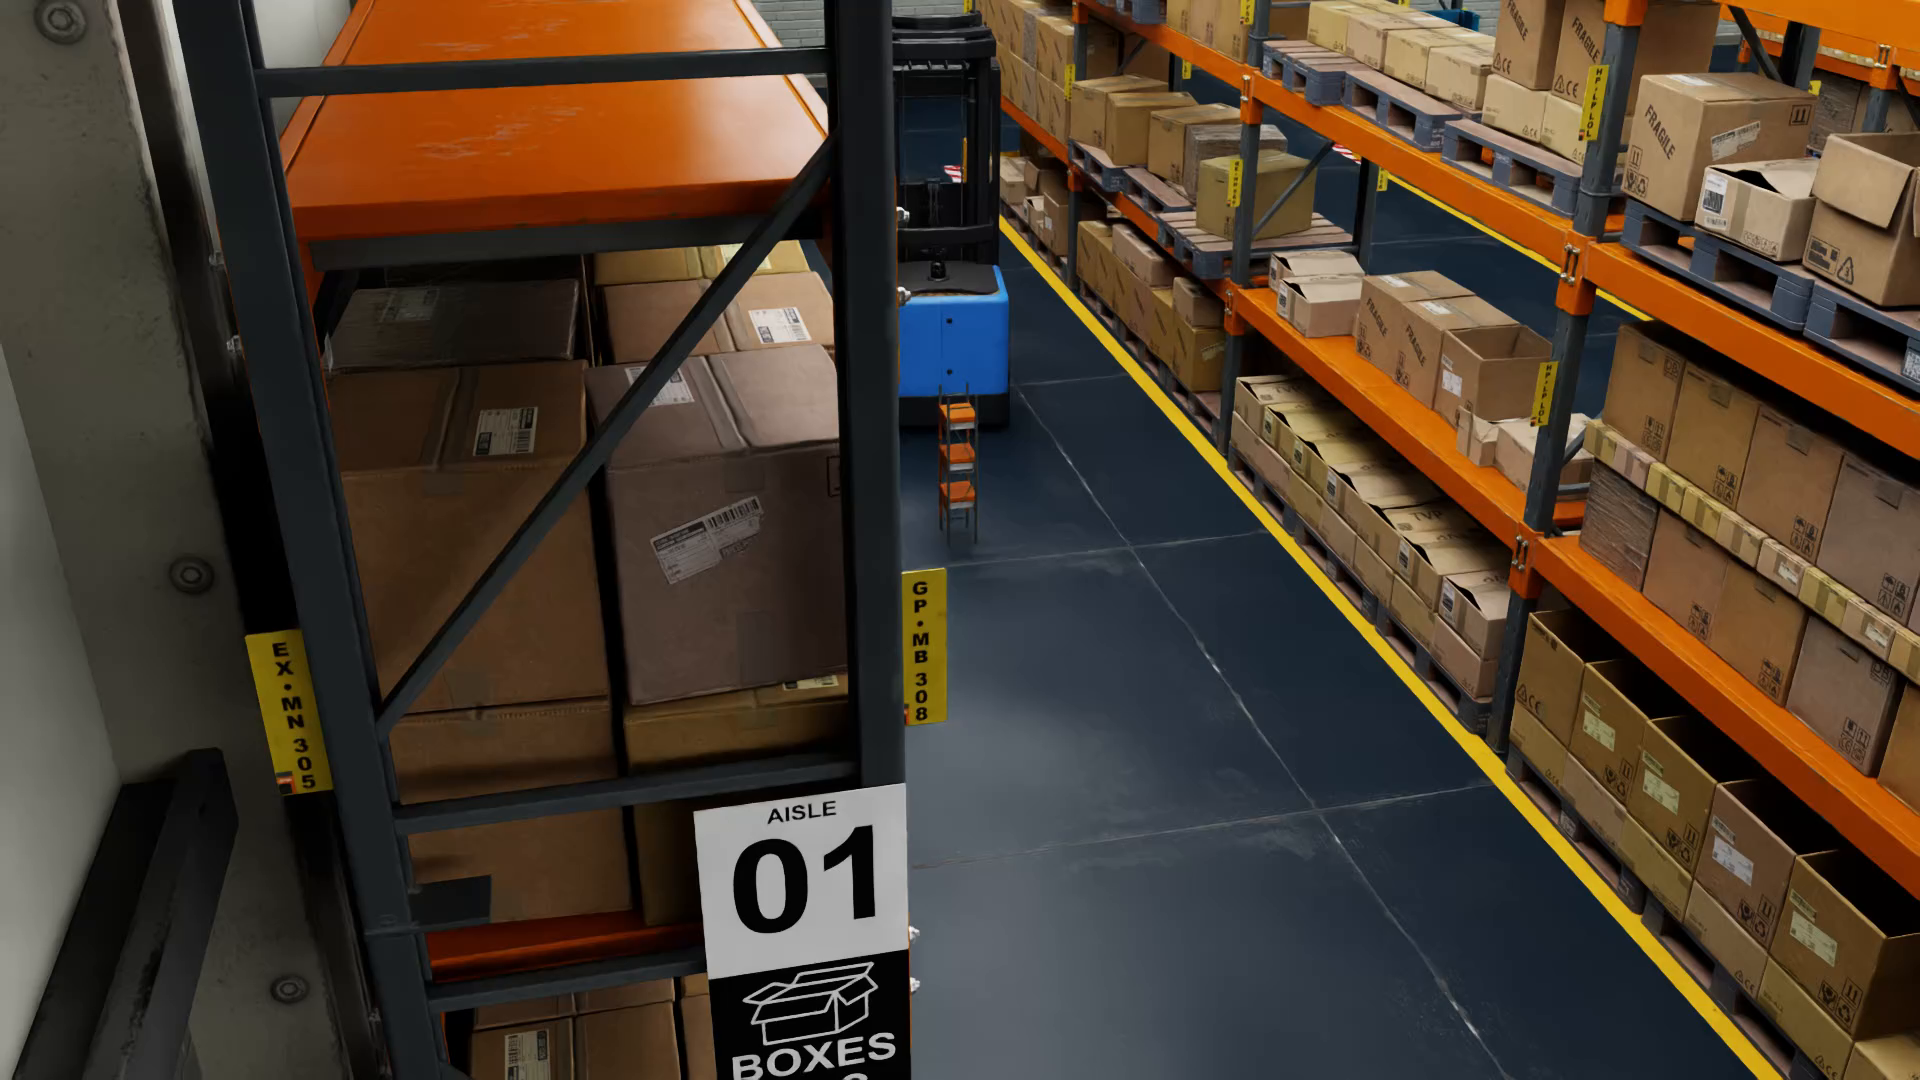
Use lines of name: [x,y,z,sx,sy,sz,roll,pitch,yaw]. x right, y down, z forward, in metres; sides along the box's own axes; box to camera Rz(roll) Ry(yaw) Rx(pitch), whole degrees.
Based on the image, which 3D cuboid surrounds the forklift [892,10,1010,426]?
forklift: [-0.249,-2.799,13.389,1.130,2.935,3.031,-2,27,-4]

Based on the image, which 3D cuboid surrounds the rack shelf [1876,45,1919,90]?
rack shelf: [7.698,-2.672,10.531,1.077,0.370,4.000,-6,27,-12]

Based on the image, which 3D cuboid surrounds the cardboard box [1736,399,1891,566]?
cardboard box: [3.655,-0.263,6.738,0.700,0.500,0.500,-6,27,-12]

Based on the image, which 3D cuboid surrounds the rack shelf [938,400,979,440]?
rack shelf: [-0.012,-0.736,10.783,0.215,0.259,0.240,-6,27,-12]

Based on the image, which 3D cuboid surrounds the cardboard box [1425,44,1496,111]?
cardboard box: [2.951,-2.580,9.251,0.500,0.250,0.500,-8,28,-16]

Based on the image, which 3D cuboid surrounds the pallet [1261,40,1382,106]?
pallet: [2.660,-2.997,10.585,1.213,0.211,1.003,-5,27,-9]

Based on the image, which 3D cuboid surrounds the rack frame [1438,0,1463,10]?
rack frame: [5.444,-6.044,19.742,1.000,3.000,0.127,-6,27,-12]

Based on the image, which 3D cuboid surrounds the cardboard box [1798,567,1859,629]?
cardboard box: [3.546,0.208,6.524,0.380,0.149,0.250,-6,27,-12]

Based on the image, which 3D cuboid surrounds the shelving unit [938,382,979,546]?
shelving unit: [-0.012,-0.492,10.906,0.215,1.050,0.252,-6,27,-12]

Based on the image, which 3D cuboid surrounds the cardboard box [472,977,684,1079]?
cardboard box: [-1.019,1.302,4.500,0.500,0.500,0.500,-6,27,-11]

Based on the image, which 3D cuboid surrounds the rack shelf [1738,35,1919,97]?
rack shelf: [10.721,-5.348,19.162,1.077,0.370,4.000,-6,27,-12]

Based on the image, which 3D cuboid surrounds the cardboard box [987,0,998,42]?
cardboard box: [0.586,-5.584,17.609,0.500,0.500,0.500,-6,27,-11]

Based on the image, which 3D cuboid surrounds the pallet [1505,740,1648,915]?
pallet: [3.460,1.323,8.240,1.003,0.211,1.213,-6,27,-12]

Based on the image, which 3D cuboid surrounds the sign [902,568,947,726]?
sign: [-0.074,0.201,3.070,0.100,0.325,0.005,-6,27,-12]

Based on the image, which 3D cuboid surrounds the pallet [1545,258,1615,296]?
pallet: [6.479,-2.700,16.212,1.003,0.211,1.213,-6,27,-12]

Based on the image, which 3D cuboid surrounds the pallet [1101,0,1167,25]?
pallet: [1.834,-4.294,13.154,1.213,0.211,1.003,-6,27,-12]

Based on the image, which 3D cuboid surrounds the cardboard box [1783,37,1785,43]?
cardboard box: [10.146,-6.021,19.975,0.380,0.149,0.250,-7,28,-13]

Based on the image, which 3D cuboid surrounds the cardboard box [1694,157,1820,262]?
cardboard box: [3.300,-1.339,6.569,0.500,0.311,0.500,-7,28,-14]

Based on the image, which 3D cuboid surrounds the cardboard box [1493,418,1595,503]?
cardboard box: [3.168,-0.420,8.765,0.500,0.250,0.500,-4,27,-8]

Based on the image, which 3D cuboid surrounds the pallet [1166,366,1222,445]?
pallet: [2.289,-1.118,13.076,1.003,0.211,1.213,-6,27,-12]

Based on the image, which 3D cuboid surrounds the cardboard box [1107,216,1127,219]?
cardboard box: [1.635,-2.989,16.185,0.500,0.311,0.500,-6,27,-12]

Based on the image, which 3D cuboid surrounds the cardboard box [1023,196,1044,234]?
cardboard box: [0.945,-3.333,16.868,0.500,0.311,0.500,-6,27,-12]

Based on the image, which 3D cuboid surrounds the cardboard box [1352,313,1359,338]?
cardboard box: [2.763,-1.365,10.750,0.380,0.149,0.250,-4,27,-8]

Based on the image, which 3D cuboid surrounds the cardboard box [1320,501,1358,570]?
cardboard box: [2.605,-0.058,10.467,0.500,0.250,0.500,-5,27,-11]

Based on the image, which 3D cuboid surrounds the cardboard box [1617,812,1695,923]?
cardboard box: [3.346,1.440,7.501,0.500,0.250,0.500,-6,27,-12]

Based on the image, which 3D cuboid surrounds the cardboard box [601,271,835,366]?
cardboard box: [-0.516,-0.272,3.735,0.500,0.500,0.500,-6,27,-12]

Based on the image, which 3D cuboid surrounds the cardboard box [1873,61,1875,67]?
cardboard box: [10.493,-5.344,18.633,0.380,0.149,0.250,-6,27,-12]

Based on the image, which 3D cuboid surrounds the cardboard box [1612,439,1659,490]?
cardboard box: [3.250,-0.361,7.652,0.380,0.149,0.250,-6,27,-11]

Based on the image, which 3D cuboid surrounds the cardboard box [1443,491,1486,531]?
cardboard box: [3.246,-0.139,10.006,0.500,0.311,0.500,-7,28,-13]

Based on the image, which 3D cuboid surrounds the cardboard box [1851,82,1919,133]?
cardboard box: [10.898,-4.723,19.017,0.875,0.875,0.875,-6,27,-12]

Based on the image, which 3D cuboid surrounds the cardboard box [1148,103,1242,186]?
cardboard box: [1.977,-3.250,13.629,0.700,0.500,0.500,-13,30,-25]

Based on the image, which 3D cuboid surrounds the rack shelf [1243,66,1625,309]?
rack shelf: [2.871,-2.171,9.538,1.077,0.370,4.000,-6,27,-12]

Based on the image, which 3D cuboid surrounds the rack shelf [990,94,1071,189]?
rack shelf: [1.068,-4.344,17.172,1.077,0.370,4.000,-6,27,-12]

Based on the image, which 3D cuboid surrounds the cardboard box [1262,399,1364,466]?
cardboard box: [2.379,-0.752,11.220,0.500,0.311,0.500,-7,28,-13]

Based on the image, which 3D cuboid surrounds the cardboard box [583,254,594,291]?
cardboard box: [-1.047,-0.743,5.777,0.500,0.500,0.500,-8,28,-16]

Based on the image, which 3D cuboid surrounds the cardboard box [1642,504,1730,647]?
cardboard box: [3.553,0.106,7.447,0.700,0.500,0.500,-6,27,-12]

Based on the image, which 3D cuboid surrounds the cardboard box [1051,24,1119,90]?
cardboard box: [1.153,-4.474,15.410,0.500,0.500,0.500,-6,27,-11]

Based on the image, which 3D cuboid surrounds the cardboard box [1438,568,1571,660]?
cardboard box: [2.951,0.366,9.005,0.500,0.311,0.500,-6,27,-12]

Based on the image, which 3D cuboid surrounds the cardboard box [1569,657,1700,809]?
cardboard box: [3.242,0.885,7.768,0.500,0.500,0.500,-6,27,-12]

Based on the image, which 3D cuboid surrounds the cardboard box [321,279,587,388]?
cardboard box: [-1.088,-0.254,3.700,0.500,0.500,0.500,-4,27,-8]

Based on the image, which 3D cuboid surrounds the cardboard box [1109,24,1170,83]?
cardboard box: [1.687,-4.513,15.489,0.500,0.500,0.500,-5,27,-10]

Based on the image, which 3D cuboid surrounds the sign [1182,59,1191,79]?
sign: [2.059,-4.362,15.124,0.100,0.325,0.005,-6,27,-12]

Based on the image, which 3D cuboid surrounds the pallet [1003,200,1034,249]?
pallet: [1.087,-3.380,17.559,1.003,0.211,1.213,-6,27,-12]

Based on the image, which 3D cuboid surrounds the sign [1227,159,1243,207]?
sign: [1.894,-2.453,11.431,0.100,0.325,0.005,-6,27,-12]

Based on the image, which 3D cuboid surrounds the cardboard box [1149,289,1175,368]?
cardboard box: [1.865,-1.725,13.472,0.500,0.500,0.500,-7,28,-13]

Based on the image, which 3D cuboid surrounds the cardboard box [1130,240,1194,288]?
cardboard box: [1.729,-2.306,13.790,0.500,0.250,0.500,-6,27,-13]

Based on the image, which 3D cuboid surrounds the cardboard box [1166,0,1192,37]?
cardboard box: [2.057,-4.055,12.361,0.910,0.500,0.500,-6,27,-12]

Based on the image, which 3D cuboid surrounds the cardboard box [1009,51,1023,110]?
cardboard box: [0.803,-4.700,16.968,0.500,0.500,0.500,-6,27,-11]

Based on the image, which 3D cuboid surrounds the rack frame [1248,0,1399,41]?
rack frame: [2.420,-4.709,10.439,1.000,3.000,0.127,-6,27,-12]
